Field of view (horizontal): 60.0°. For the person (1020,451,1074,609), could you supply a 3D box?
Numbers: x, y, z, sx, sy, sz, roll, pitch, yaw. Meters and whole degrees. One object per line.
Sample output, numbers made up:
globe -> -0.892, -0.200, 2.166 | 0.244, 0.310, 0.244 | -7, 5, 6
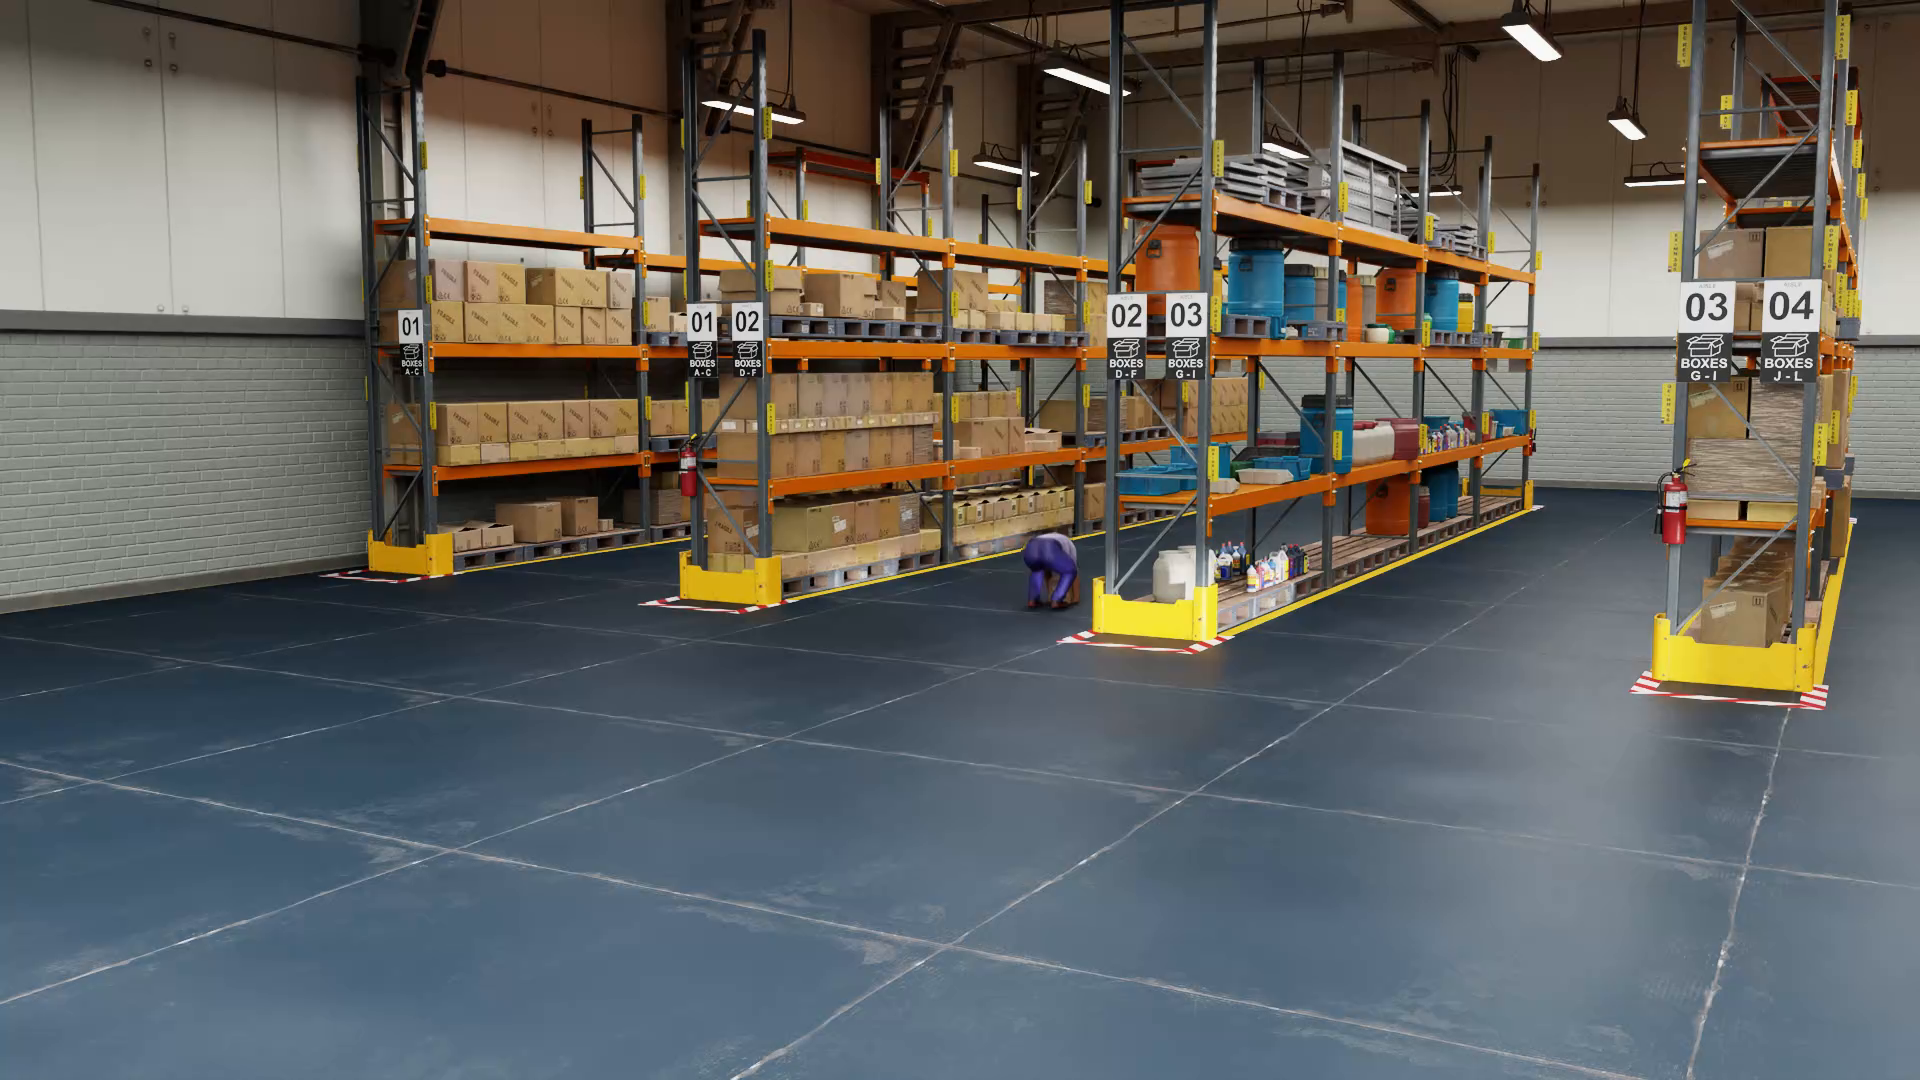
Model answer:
person -> 0.904, -0.111, 17.456 | 0.544, 1.651, 0.371 | 3, 7, 26
